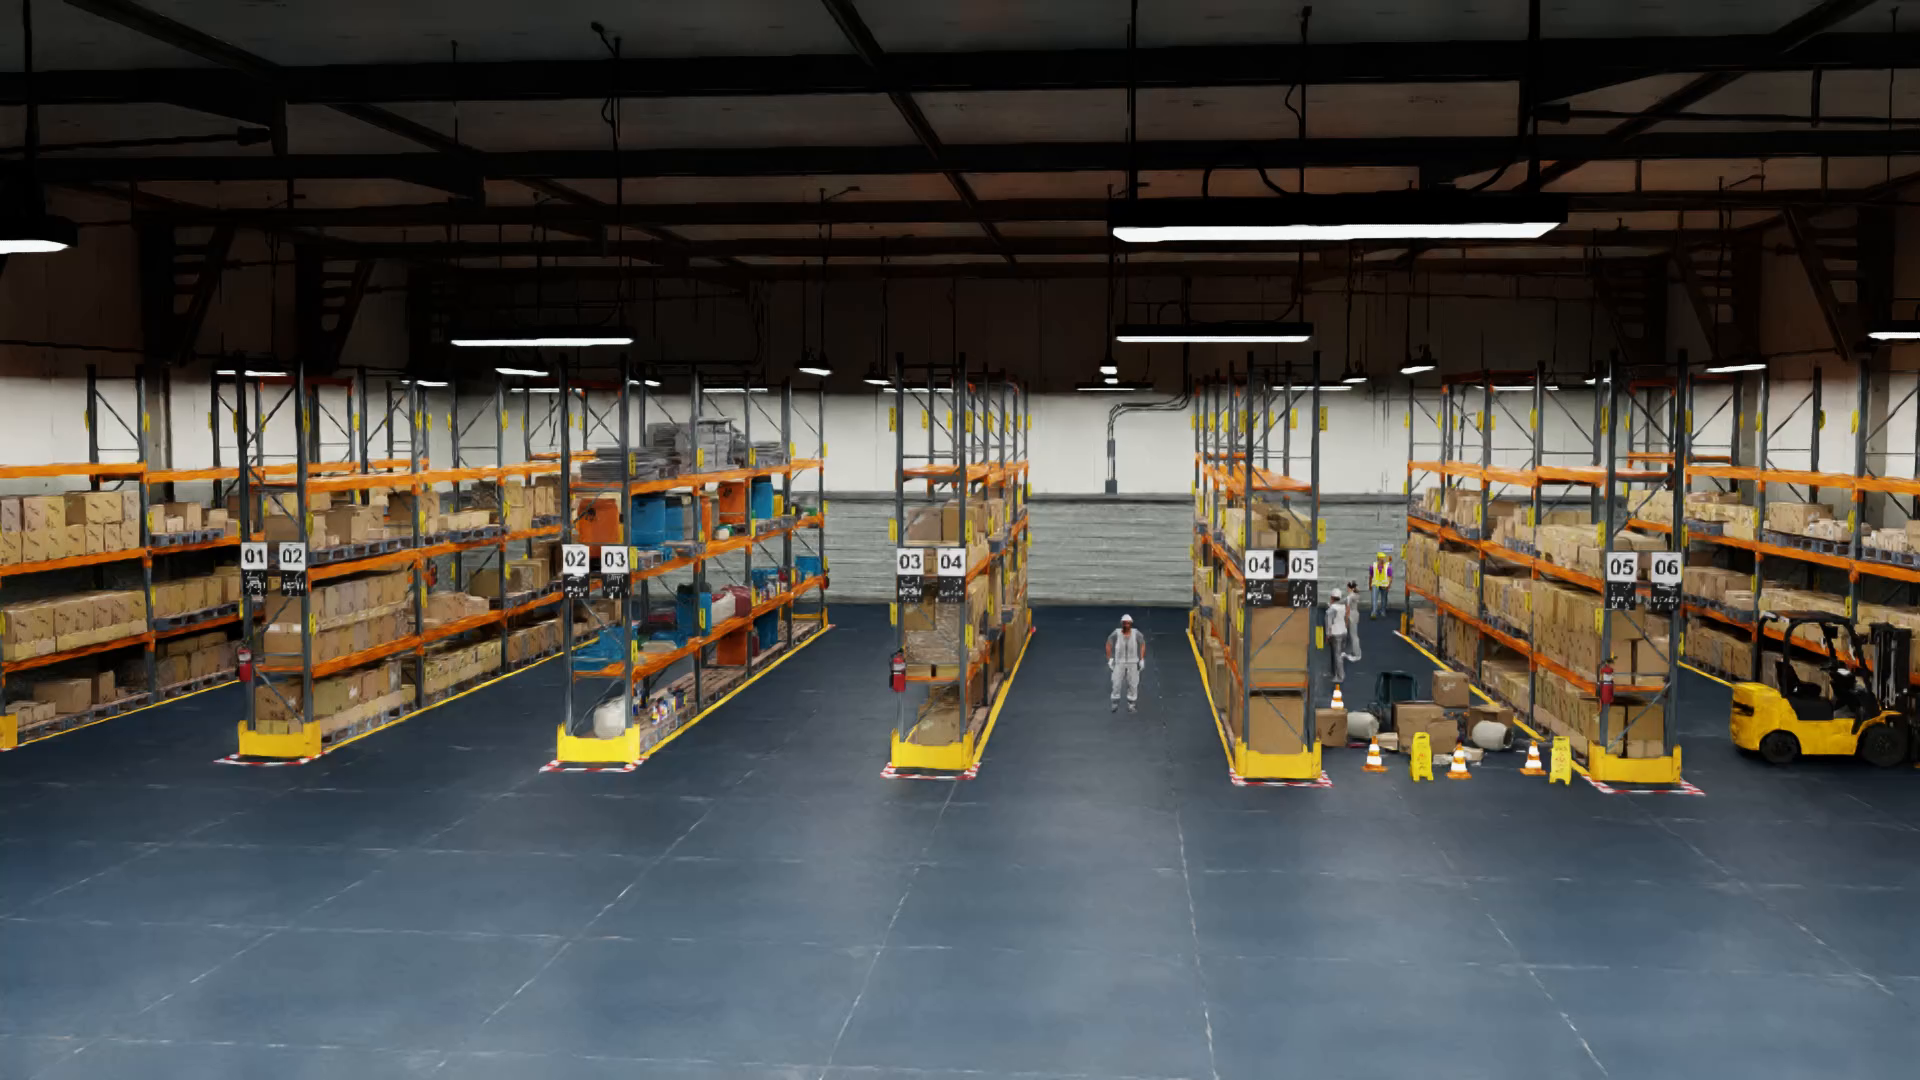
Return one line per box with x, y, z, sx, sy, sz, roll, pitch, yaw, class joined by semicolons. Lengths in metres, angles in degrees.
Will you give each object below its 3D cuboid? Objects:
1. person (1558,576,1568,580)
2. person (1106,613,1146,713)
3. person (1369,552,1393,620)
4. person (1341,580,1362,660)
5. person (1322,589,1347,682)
13.909;1.412;38.417;0.504;1.714;0.623;0;4;-5;person
2.843;2.114;28.536;0.677;1.741;0.552;0;4;4;person
10.651;1.146;42.088;0.572;1.704;1.030;1;4;15;person
8.212;1.666;35.005;0.575;1.665;0.576;2;5;29;person
7.226;1.820;32.129;0.576;1.768;0.626;3;5;37;person
